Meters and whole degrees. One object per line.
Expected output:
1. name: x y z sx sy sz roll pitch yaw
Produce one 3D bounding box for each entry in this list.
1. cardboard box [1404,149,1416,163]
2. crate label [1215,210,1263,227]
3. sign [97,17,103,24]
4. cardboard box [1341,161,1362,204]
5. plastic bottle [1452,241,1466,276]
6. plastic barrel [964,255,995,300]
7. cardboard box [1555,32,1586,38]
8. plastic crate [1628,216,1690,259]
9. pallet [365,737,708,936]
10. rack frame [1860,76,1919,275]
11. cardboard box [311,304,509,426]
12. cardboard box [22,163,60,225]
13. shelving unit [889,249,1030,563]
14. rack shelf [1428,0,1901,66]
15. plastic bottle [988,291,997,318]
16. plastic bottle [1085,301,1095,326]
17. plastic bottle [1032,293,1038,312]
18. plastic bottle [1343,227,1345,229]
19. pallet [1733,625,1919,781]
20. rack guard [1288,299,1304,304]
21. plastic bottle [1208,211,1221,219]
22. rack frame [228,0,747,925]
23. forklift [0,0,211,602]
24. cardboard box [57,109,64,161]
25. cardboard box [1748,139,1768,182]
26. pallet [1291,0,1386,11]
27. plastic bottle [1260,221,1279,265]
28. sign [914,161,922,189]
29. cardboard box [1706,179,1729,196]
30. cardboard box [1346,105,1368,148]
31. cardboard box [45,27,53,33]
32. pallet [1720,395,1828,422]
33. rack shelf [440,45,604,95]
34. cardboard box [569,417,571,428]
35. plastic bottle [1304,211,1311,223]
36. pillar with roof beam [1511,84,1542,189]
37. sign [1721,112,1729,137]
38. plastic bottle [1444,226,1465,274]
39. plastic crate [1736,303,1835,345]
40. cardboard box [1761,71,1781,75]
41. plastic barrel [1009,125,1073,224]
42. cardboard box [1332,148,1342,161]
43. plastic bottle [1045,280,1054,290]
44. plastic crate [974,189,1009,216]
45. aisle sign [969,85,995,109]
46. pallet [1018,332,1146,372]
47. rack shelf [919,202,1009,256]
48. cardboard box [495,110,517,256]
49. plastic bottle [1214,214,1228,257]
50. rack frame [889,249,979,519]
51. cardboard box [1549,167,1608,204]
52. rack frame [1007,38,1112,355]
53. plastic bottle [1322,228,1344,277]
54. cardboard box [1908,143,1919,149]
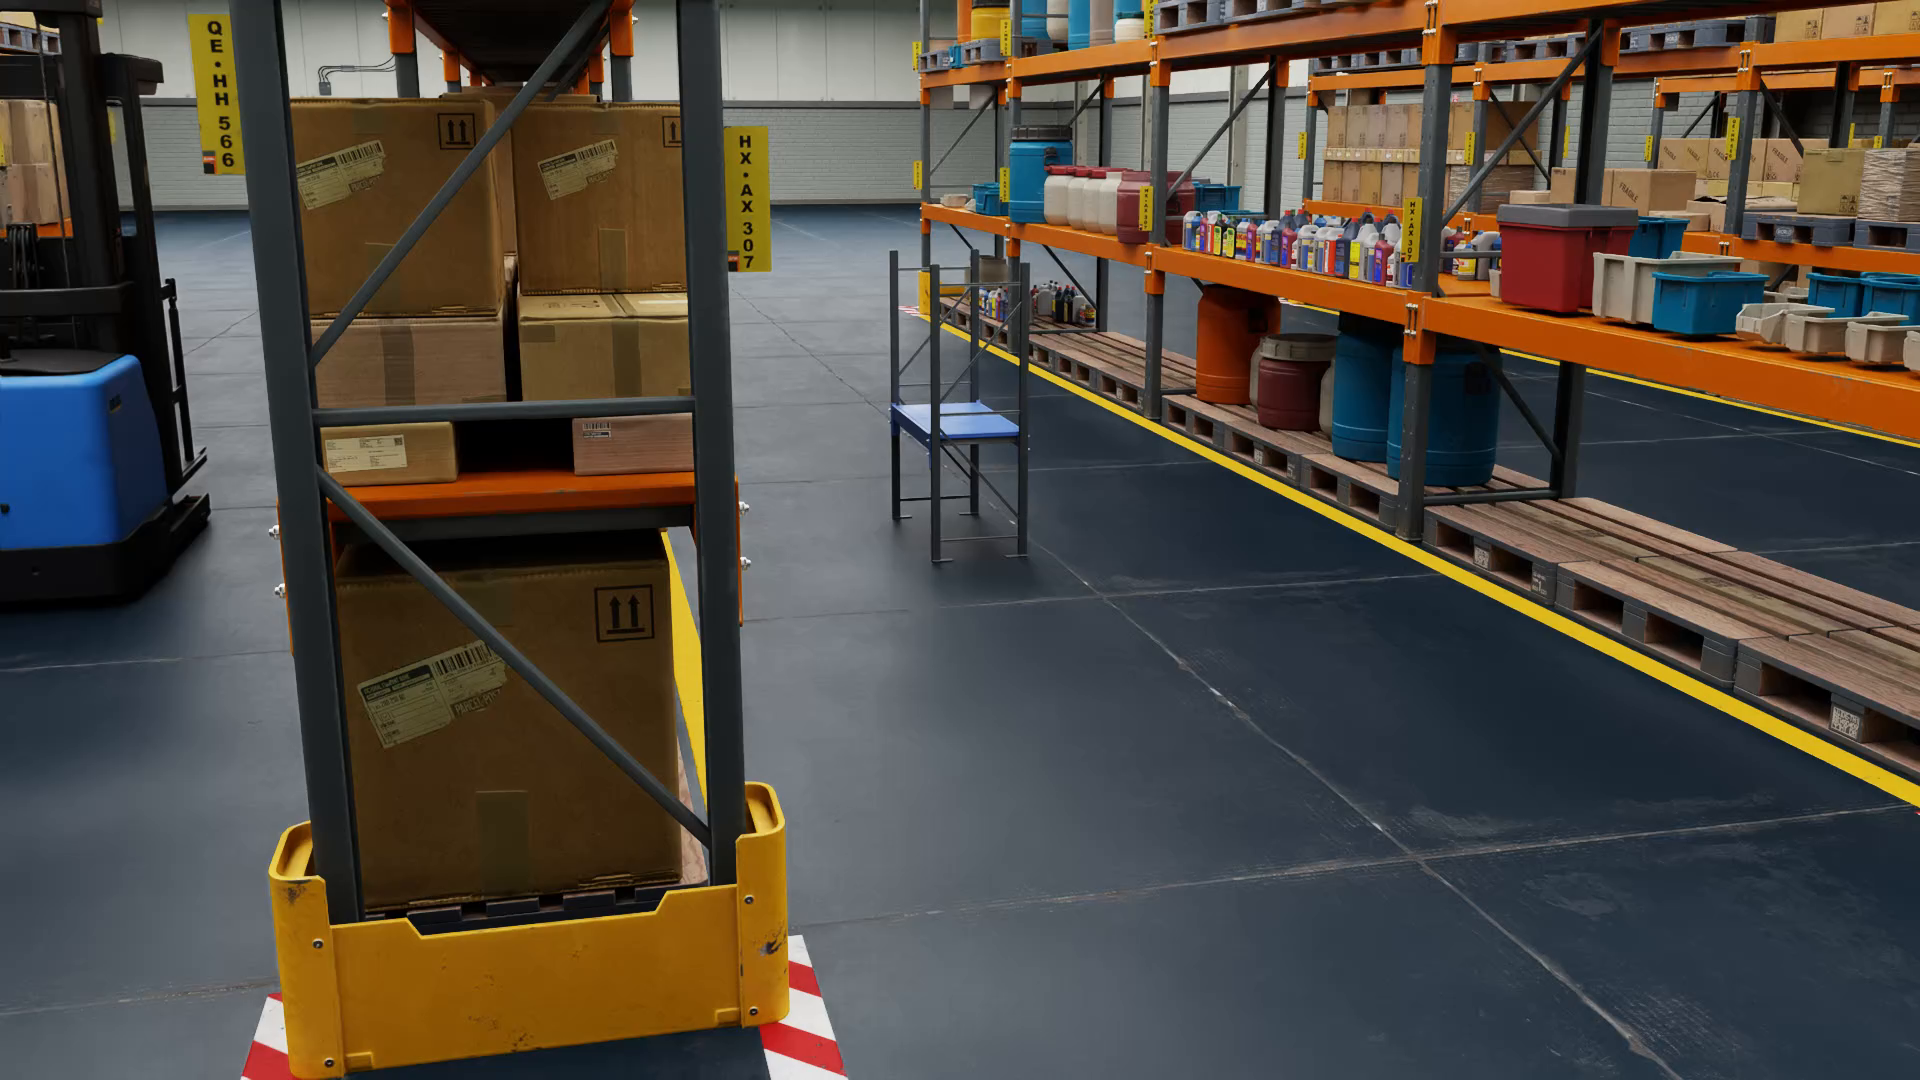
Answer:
1. cardboard box: 5.218 -4.314 18.686 0.380 0.149 0.250 -3 14 -12
2. crate label: 2.176 -2.445 12.967 0.303 0.233 0.416 -3 14 -13
3. sign: -9.097 -5.600 17.511 0.100 0.325 0.005 -3 14 -13
4. cardboard box: 5.073 -4.348 20.195 0.700 0.500 0.500 -3 14 -12
5. plastic bottle: 2.980 -1.675 9.880 0.097 0.201 0.097 0 14 0
6. plastic barrel: 0.261 -3.102 19.660 0.421 0.512 0.421 0 14 0
7. cardboard box: 6.054 -4.925 15.878 0.500 0.250 0.500 -5 15 -19
8. plastic crate: 3.292 -1.418 8.319 0.392 0.384 0.575 -3 14 -13
9. pallet: -1.288 0.888 4.848 1.003 0.211 1.213 -3 14 -13
10. rack frame: 10.602 -3.883 18.502 1.000 3.000 0.127 -3 14 -13
11. cardboard box: -1.396 -0.455 4.160 0.500 0.250 0.500 -4 14 -14
12. cardboard box: -8.950 -3.216 15.454 0.875 0.550 0.550 -3 14 -13
13. shelving unit: -0.020 -0.748 8.830 0.538 1.500 1.048 -3 14 -13
14. rack shelf: 3.320 -2.132 6.528 1.077 0.370 4.000 -3 14 -13
15. plastic bottle: 0.385 -2.511 17.695 0.152 0.276 0.135 -3 14 -12
16. plastic bottle: 1.323 -2.317 16.914 0.097 0.271 0.097 0 14 0
17. plastic bottle: 0.838 -2.606 18.243 0.097 0.201 0.097 0 14 0
18. plastic bottle: 2.621 -2.027 11.321 0.097 0.201 0.097 0 14 0
19. pallet: 3.634 0.599 6.029 1.003 0.211 1.213 -3 14 -13
20. rack guard: 4.842 -3.320 21.464 1.175 0.500 0.348 -3 14 -13
21. plastic bottle: 1.846 -2.239 12.031 0.152 0.276 0.135 -3 14 -13
22. rack frame: -1.025 -0.287 3.780 1.000 3.000 0.127 -3 14 -13
23. forklift: -4.677 -1.423 8.577 1.130 2.935 3.031 -3 14 -14
24. cardboard box: -9.359 -3.976 16.289 0.875 0.550 0.550 -3 14 -13
25. cardboard box: 9.837 -4.628 20.243 0.500 0.500 0.500 -3 14 -11
26. pallet: 2.571 -3.026 9.072 1.213 0.211 1.003 -3 14 -13
27. plastic bottle: 2.024 -1.910 10.687 0.152 0.276 0.135 -3 14 -13
28. sign: -0.504 -4.359 19.864 0.100 0.325 0.005 -3 14 -13
29. cardboard box: 9.718 -4.376 20.791 0.500 0.250 0.500 -4 14 -14
30. cardboard box: 5.086 -4.966 19.990 0.700 0.500 0.500 -4 14 -15
31. cardboard box: -8.862 -4.903 15.787 0.380 0.149 0.250 -3 14 -12
32. pallet: 6.865 -1.155 13.208 1.003 0.211 1.213 -3 14 -13
33. rack shelf: -3.373 -3.701 12.952 1.077 0.370 4.000 -3 14 -13
34. cardboard box: -0.909 -0.383 4.704 0.380 0.149 0.250 -4 14 -15
35. plastic bottle: 2.475 -2.229 11.976 0.061 0.283 0.133 -3 14 -13
36. pillar with roof beam: 5.074 -8.751 25.786 9.100 9.000 0.400 -3 14 -13
37. sign: 10.206 -5.548 22.211 0.100 0.325 0.005 -3 14 -13
38. plastic bottle: 2.970 -1.742 9.983 0.061 0.283 0.133 -3 14 -13
39. plastic crate: 3.192 -0.840 6.473 0.298 0.136 0.250 -3 14 -13
40. cardboard box: 9.861 -5.863 20.030 0.500 0.500 0.500 -2 14 -10
41. plastic barrel: 0.768 -3.469 15.748 0.600 0.901 0.708 -3 14 -13
42. cardboard box: 4.795 -4.729 20.388 0.380 0.149 0.250 -4 14 -15
43. plastic bottle: 0.998 -2.652 18.116 0.144 0.351 0.185 -3 14 -11
44. plastic crate: 0.448 -3.499 17.242 0.499 0.251 0.616 -3 14 -13
45. aisle sign: 0.304 -5.550 19.846 0.394 0.787 0.004 -3 14 -13
46. pallet: 1.194 -1.797 15.840 1.003 0.211 1.213 -3 14 -13
47. rack shelf: 0.502 -3.443 18.215 1.077 0.370 4.000 -3 14 -13
48. cardboard box: -1.865 -1.287 5.983 0.500 0.500 0.500 -4 14 -15
49. plastic bottle: 1.794 -2.094 11.422 0.061 0.283 0.133 -3 14 -13
50. rack frame: -0.139 -0.866 9.310 0.500 1.500 0.032 -3 14 -13
51. cardboard box: 6.076 -3.355 16.130 0.500 0.500 0.500 -2 14 -9
52. rack frame: 0.972 -3.331 16.241 1.000 3.000 0.127 -3 14 -13
53. plastic bottle: 2.239 -1.699 9.822 0.152 0.276 0.135 -3 14 -13
54. cardboard box: 10.688 -4.026 17.949 0.700 0.500 0.500 -3 14 -13
